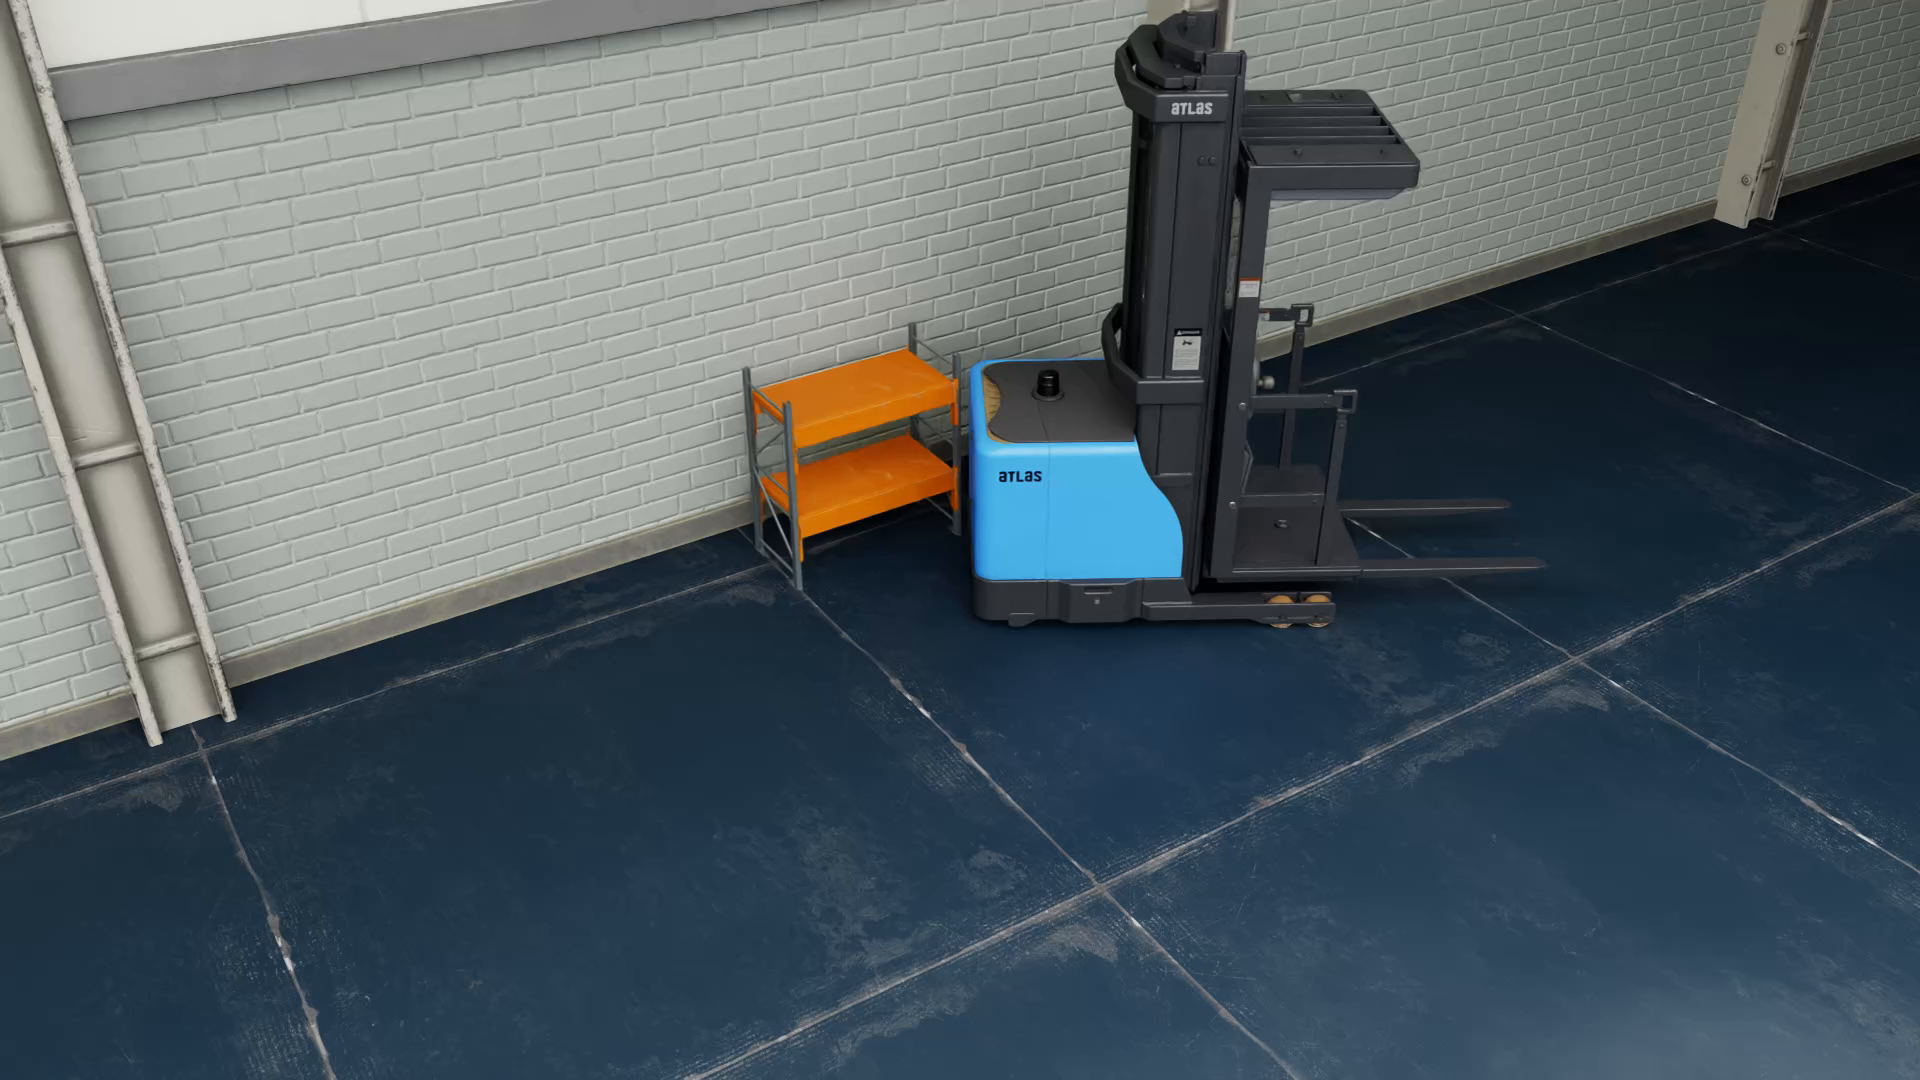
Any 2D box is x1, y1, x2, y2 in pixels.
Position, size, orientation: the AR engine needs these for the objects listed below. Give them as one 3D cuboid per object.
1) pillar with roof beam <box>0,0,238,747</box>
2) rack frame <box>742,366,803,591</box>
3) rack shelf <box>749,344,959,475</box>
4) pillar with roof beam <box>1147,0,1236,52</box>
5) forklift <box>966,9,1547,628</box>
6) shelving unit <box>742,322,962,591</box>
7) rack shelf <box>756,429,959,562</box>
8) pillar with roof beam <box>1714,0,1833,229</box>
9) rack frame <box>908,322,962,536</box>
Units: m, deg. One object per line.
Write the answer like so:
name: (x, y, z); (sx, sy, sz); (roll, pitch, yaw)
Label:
pillar with roof beam: (-1.395, -1.027, 2.565); (0.400, 9.000, 9.100); (-19, 37, -27)
rack frame: (-0.994, -0.318, 8.821); (0.032, 1.125, 0.500); (-19, 37, -27)
rack shelf: (-0.566, -0.712, 8.898); (1.000, 0.278, 0.538); (-19, 37, -27)
pillar with roof beam: (3.648, -2.761, 5.315); (0.400, 9.000, 9.100); (-19, 37, -27)
forklift: (1.564, -1.067, 8.315); (3.031, 2.935, 1.130); (-1, 32, -2)
shelving unit: (-0.566, -0.465, 9.054); (1.048, 1.125, 0.538); (-19, 37, -27)
rack shelf: (-0.566, -0.258, 9.184); (1.000, 0.278, 0.538); (-19, 37, -27)
pillar with roof beam: (8.691, -4.496, 8.064); (0.400, 9.000, 9.100); (-19, 37, -27)
rack frame: (-0.139, -0.612, 9.287); (0.032, 1.125, 0.500); (-19, 37, -27)
